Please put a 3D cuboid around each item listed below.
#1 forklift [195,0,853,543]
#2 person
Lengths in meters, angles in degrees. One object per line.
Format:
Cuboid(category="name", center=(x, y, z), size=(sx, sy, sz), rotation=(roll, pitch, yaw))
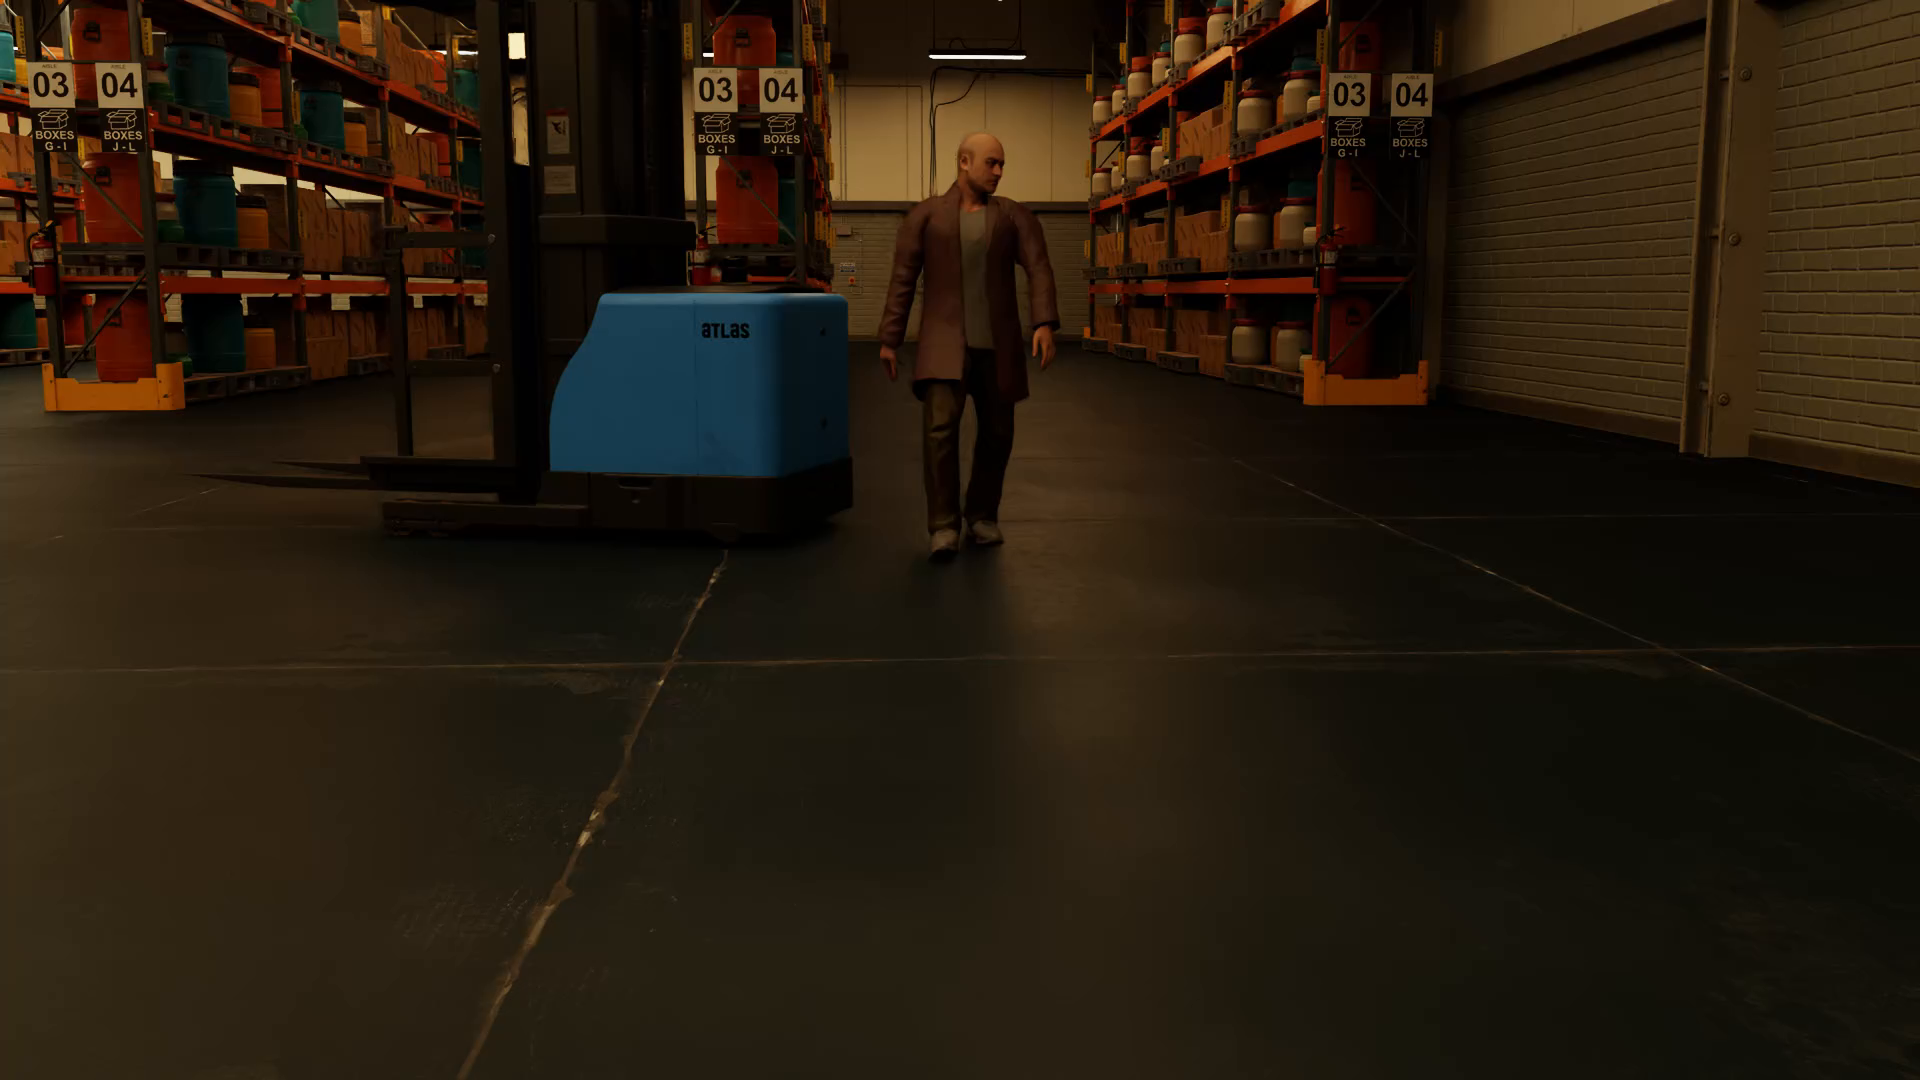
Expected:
Cuboid(category="forklift", center=(-2.083, -1.531, 7.640), size=(3.031, 2.935, 1.130), rotation=(2, 9, 15))
Cuboid(category="person", center=(0.031, -0.816, 6.923), size=(0.722, 1.737, 0.825), rotation=(-2, 9, -10))
